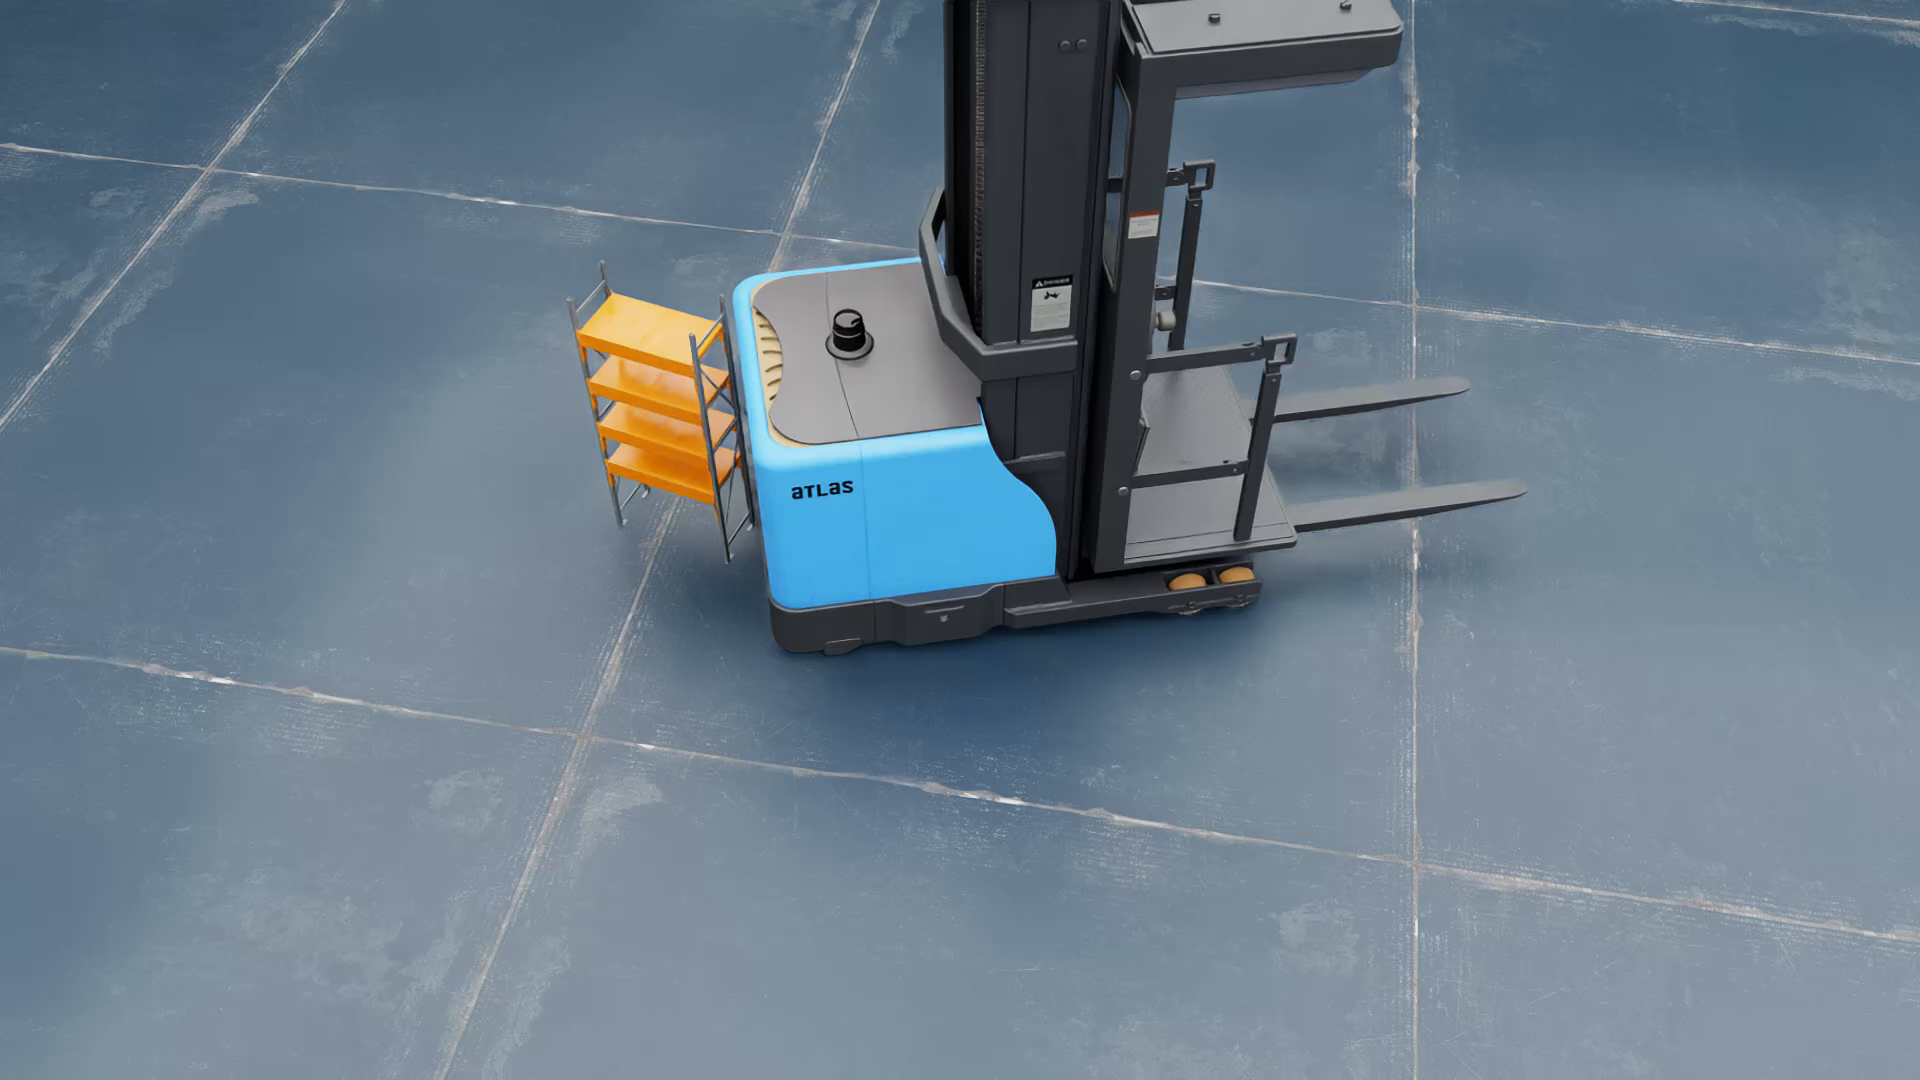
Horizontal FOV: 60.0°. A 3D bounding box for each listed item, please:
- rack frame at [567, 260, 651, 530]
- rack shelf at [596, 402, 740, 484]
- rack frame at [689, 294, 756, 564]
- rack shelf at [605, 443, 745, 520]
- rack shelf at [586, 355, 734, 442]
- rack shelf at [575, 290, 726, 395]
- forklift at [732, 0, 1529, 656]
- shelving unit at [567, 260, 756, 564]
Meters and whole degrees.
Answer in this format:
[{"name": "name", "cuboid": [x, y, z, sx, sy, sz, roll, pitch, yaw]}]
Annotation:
[{"name": "rack frame", "cuboid": [-1.337, -0.526, 6.388, 0.015, 1.200, 0.240, 17, 50, 15]}, {"name": "rack shelf", "cuboid": [-1.112, -0.412, 6.376, 0.480, 0.148, 0.258, 17, 50, 15]}, {"name": "rack frame", "cuboid": [-0.886, -0.388, 6.264, 0.015, 1.200, 0.240, 17, 50, 15]}, {"name": "rack shelf", "cuboid": [-1.112, -0.279, 6.524, 0.480, 0.148, 0.258, 17, 50, 15]}, {"name": "rack shelf", "cuboid": [-1.112, -0.562, 6.210, 0.480, 0.148, 0.258, 17, 50, 15]}, {"name": "rack shelf", "cuboid": [-1.112, -0.720, 6.034, 0.480, 0.148, 0.258, 17, 50, 15]}, {"name": "forklift", "cuboid": [0.711, -1.075, 5.717, 3.031, 2.935, 1.130, -7, 48, -7]}, {"name": "shelving unit", "cuboid": [-1.112, -0.457, 6.326, 0.503, 1.200, 0.258, 17, 50, 15]}]
